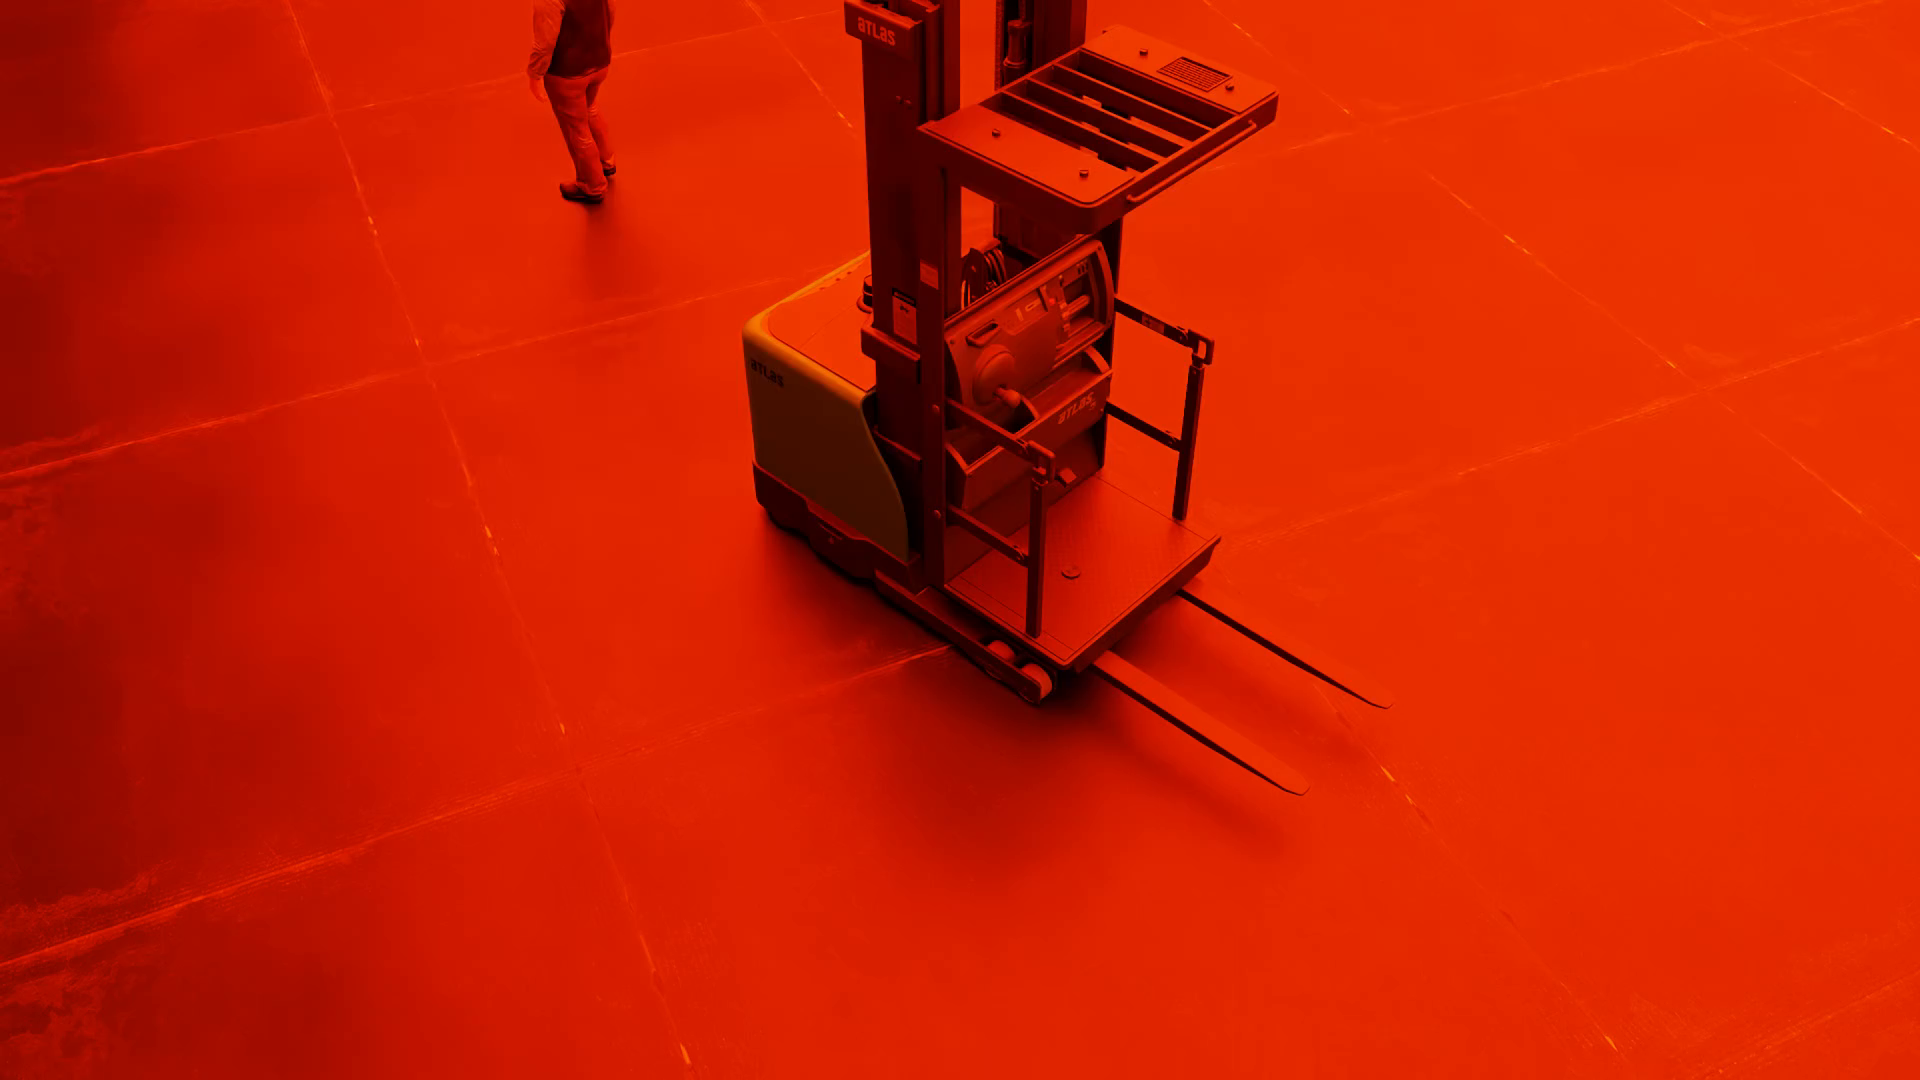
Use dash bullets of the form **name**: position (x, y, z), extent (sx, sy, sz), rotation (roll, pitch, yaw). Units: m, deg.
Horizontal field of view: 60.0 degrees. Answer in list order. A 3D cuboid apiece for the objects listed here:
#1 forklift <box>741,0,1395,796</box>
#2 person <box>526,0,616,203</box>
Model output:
- **forklift**: position (0.445, -0.788, 6.525), extent (3.031, 2.935, 1.130), rotation (32, 52, 30)
- **person**: position (-2.237, -2.720, 9.473), extent (0.578, 1.718, 0.634), rotation (25, 48, 24)
